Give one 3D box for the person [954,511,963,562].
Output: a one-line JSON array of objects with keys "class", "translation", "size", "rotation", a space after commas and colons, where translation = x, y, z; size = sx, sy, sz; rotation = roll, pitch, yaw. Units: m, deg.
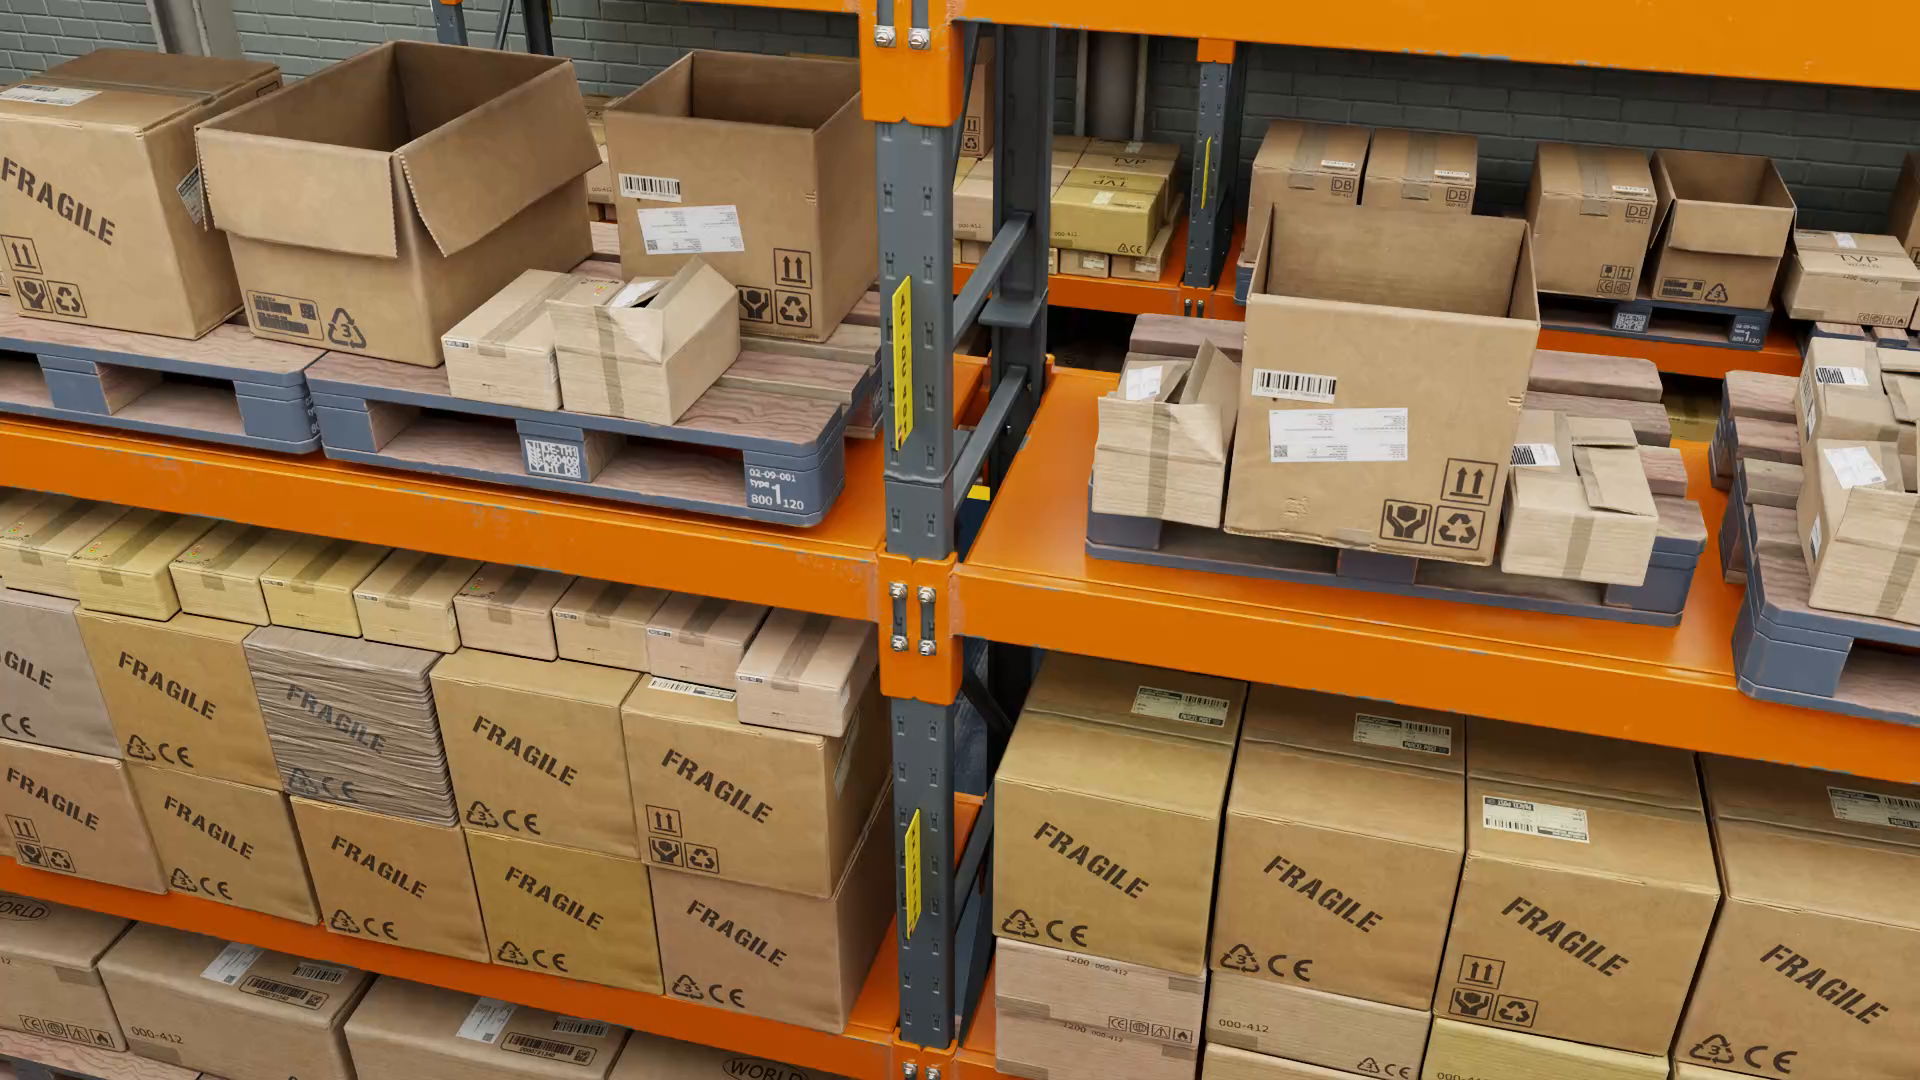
[{"class": "person", "translation": [-0.255, 0.071, 8.008], "size": [0.560, 0.816, 0.941], "rotation": [7, 33, 11]}]
